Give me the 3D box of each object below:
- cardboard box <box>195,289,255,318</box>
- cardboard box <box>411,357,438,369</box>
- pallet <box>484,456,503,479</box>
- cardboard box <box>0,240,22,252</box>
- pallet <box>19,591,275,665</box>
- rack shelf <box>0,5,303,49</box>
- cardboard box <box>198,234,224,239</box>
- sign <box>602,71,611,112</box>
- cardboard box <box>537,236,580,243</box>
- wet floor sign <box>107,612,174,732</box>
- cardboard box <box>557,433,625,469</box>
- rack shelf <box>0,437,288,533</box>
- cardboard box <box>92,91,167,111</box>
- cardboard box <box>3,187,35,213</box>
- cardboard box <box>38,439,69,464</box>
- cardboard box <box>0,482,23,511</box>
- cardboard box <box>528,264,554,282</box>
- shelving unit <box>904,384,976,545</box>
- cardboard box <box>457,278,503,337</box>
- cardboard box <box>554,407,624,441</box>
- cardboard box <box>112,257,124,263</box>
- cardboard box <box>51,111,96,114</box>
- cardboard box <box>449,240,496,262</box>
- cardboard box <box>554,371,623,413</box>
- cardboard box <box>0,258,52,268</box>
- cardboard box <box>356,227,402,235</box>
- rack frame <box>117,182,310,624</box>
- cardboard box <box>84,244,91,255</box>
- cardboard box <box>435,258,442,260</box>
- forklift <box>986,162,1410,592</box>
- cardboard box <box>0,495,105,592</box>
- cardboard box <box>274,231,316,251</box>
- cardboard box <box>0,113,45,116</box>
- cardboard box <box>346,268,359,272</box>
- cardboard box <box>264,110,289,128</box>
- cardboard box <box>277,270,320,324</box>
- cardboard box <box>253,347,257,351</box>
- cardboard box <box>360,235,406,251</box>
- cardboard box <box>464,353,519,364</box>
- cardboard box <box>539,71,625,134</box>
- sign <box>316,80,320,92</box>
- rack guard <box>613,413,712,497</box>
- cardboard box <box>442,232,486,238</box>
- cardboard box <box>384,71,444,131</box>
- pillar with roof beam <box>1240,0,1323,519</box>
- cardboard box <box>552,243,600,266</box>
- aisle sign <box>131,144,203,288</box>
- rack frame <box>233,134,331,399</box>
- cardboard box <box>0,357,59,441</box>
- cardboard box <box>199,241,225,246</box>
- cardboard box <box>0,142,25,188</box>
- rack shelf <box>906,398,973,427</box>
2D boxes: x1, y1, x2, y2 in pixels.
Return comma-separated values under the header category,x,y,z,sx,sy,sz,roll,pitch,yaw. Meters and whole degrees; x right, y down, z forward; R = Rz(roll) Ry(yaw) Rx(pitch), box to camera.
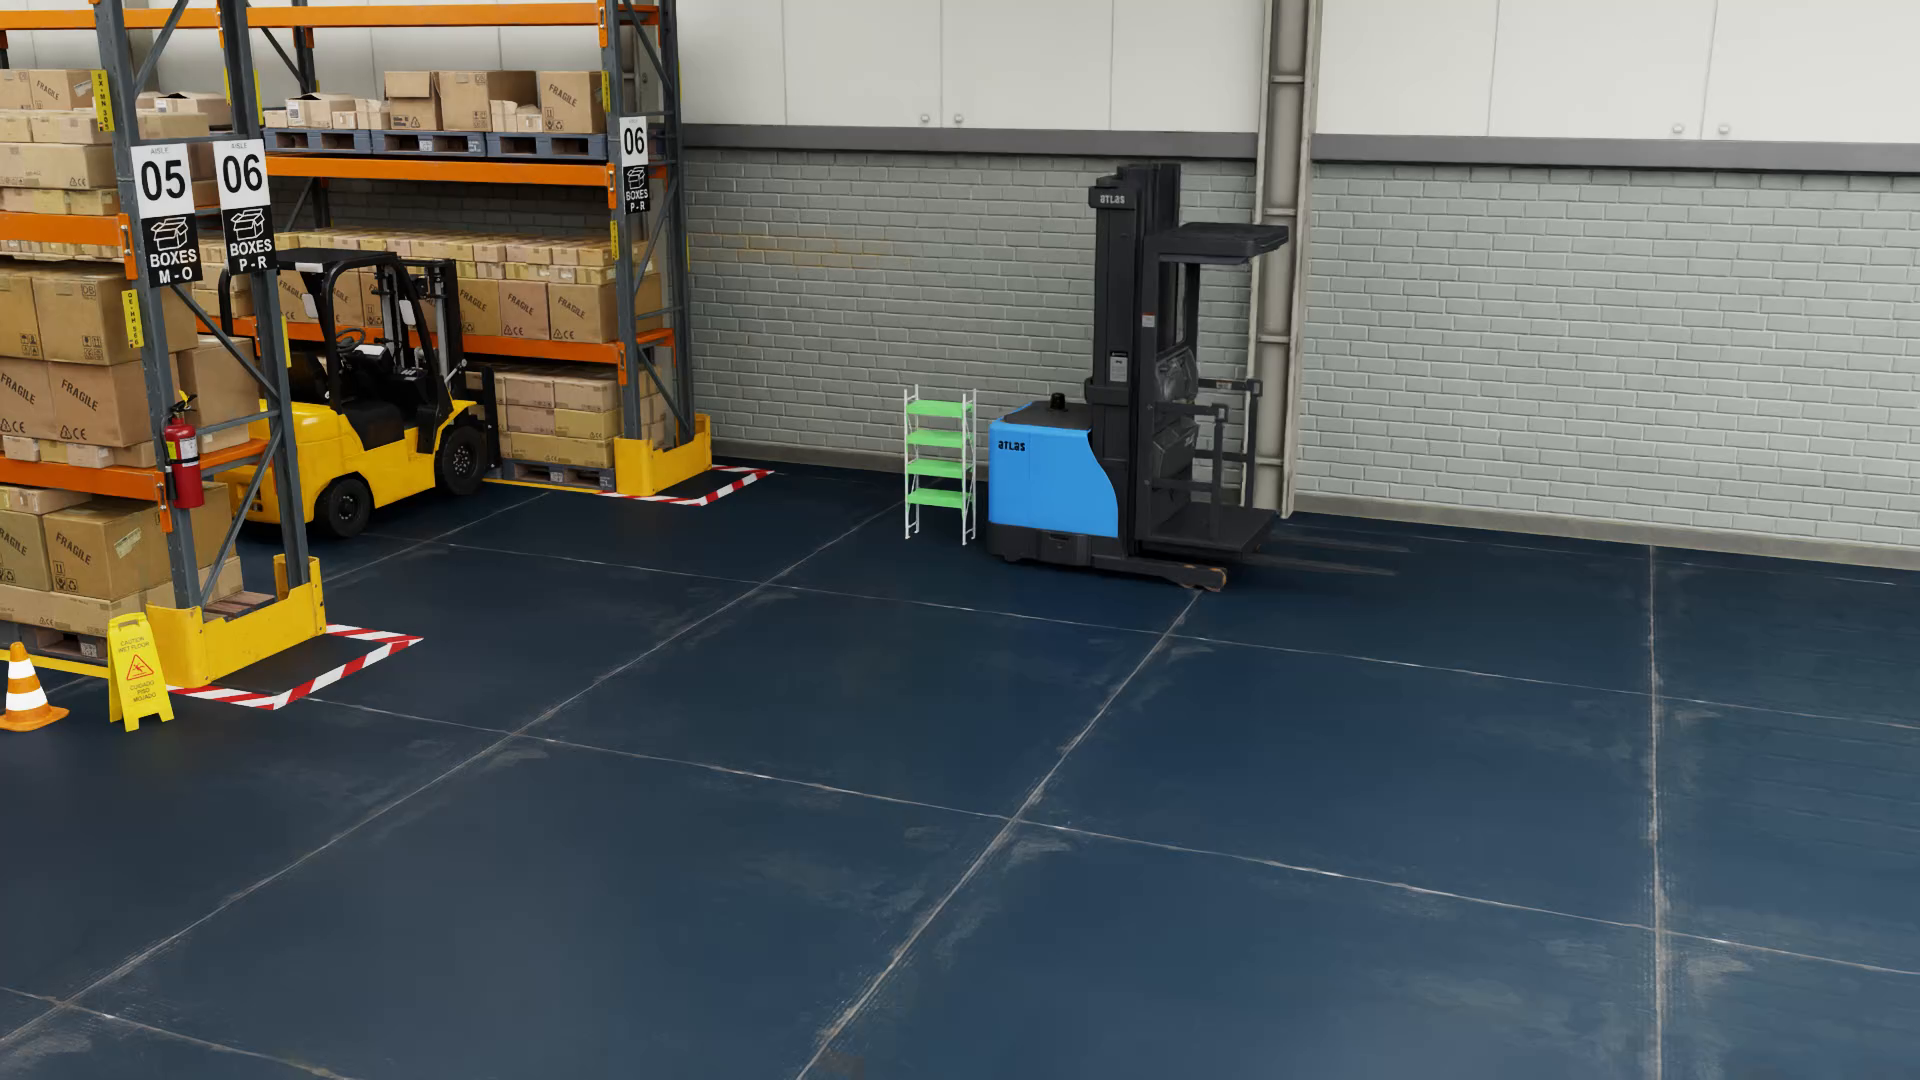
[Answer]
category,x,y,z,sx,sy,sz,roll,pitch,yaw
cardboard box,-6.970,-2.305,16.004,0.500,0.250,0.500,7,17,22
cardboard box,-5.131,-1.521,15.419,0.500,0.250,0.500,7,18,23
pallet,-4.542,-0.838,15.682,1.213,0.211,1.003,6,17,21
cardboard box,-9.440,-3.007,16.808,0.250,0.149,0.380,7,18,22
pallet,-5.315,0.542,10.927,1.213,0.211,1.003,6,17,21
rack shelf,-8.265,-4.942,16.063,4.000,0.370,1.077,6,17,21
cardboard box,-7.583,-2.964,16.662,0.250,0.149,0.380,6,17,21
sign,-2.896,-3.673,13.619,0.005,0.325,0.100,6,17,21
cardboard box,-3.624,-2.665,15.096,0.250,0.149,0.380,6,17,21
wet floor sign,-4.717,0.731,9.499,0.232,0.644,0.267,14,21,40
cardboard box,-3.237,-0.832,14.838,0.500,0.250,0.500,6,17,21
rack shelf,-6.362,-0.556,10.999,4.000,0.370,1.077,6,17,21
cardboard box,-7.882,-4.131,15.868,0.500,0.311,0.500,6,17,19
cardboard box,-5.414,-2.034,9.869,0.250,0.149,0.380,7,18,22
cardboard box,-5.435,-0.588,10.269,0.250,0.149,0.380,6,17,20
cardboard box,-5.941,-0.311,10.534,0.250,0.149,0.380,7,17,22
cardboard box,-3.577,-2.368,14.607,0.250,0.149,0.380,7,17,22
shelving unit,-0.154,-0.593,13.065,0.503,1.200,0.258,6,17,21
cardboard box,-4.194,-2.123,14.926,0.500,0.500,0.500,6,17,20
cardboard box,-3.251,-1.075,14.777,0.500,0.250,0.500,6,17,20
cardboard box,-7.910,-2.650,16.295,0.500,0.250,0.500,7,17,22
cardboard box,-5.414,-2.597,10.380,0.250,0.149,0.380,6,17,20
cardboard box,-4.318,-2.573,14.782,0.250,0.149,0.380,7,17,22
cardboard box,-3.227,-1.312,14.698,0.500,0.250,0.500,7,18,22
cardboard box,-6.037,-1.443,10.257,0.500,0.500,0.700,6,17,20
cardboard box,-5.528,-2.882,15.844,0.250,0.149,0.380,6,17,20
rack frame,-4.502,-0.697,10.194,0.127,3.000,1.000,6,17,21
cardboard box,-8.455,-2.923,16.518,0.250,0.149,0.380,6,17,21
cardboard box,-4.511,-2.481,14.996,0.250,0.149,0.380,6,17,20
forklift,1.764,-1.206,12.072,3.031,2.935,1.130,7,18,23
cardboard box,-5.829,-0.005,10.644,0.500,0.500,0.500,7,18,23
cardboard box,-6.217,-2.787,15.516,0.250,0.149,0.380,7,17,22
cardboard box,-5.612,-2.455,9.889,0.250,0.149,0.380,6,17,21
cardboard box,-5.508,-2.562,15.277,0.250,0.149,0.380,7,17,22
cardboard box,-6.099,-3.839,15.154,0.250,0.149,0.380,7,17,22
cardboard box,-6.088,-2.329,15.635,0.500,0.500,0.500,6,17,19
cardboard box,-7.613,-1.587,16.766,0.625,0.625,0.875,6,17,20
cardboard box,-5.247,-2.687,15.173,0.250,0.149,0.380,6,17,20
cardboard box,-4.463,-1.603,15.699,0.500,0.250,0.500,6,17,20
cardboard box,-3.185,-3.705,14.063,0.500,0.500,0.500,7,18,22
sign,-6.203,-4.265,16.034,0.005,0.325,0.100,6,17,21
rack guard,-2.661,-0.782,14.970,0.348,0.500,1.175,6,17,21
cardboard box,-4.593,-2.768,15.453,0.250,0.149,0.380,7,18,22
cardboard box,-4.631,-3.907,14.753,0.637,0.503,0.797,7,18,22
pillar with roof beam,1.001,-3.440,8.883,0.400,9.000,9.100,6,17,21
cardboard box,-3.335,-2.486,14.481,0.250,0.149,0.380,6,17,21
aisle sign,-4.550,-1.864,9.550,0.004,0.787,0.394,6,17,21
rack frame,-6.405,-2.394,16.039,0.127,3.000,1.000,6,17,21
cardboard box,-5.572,-0.924,10.264,0.500,0.500,0.500,6,17,21
cardboard box,-7.259,-2.791,16.065,0.250,0.149,0.380,6,17,21
cardboard box,-5.539,-2.246,9.885,0.500,0.250,0.500,6,17,20
rack shelf,-0.154,-0.993,12.949,0.480,0.148,0.258,6,17,21
